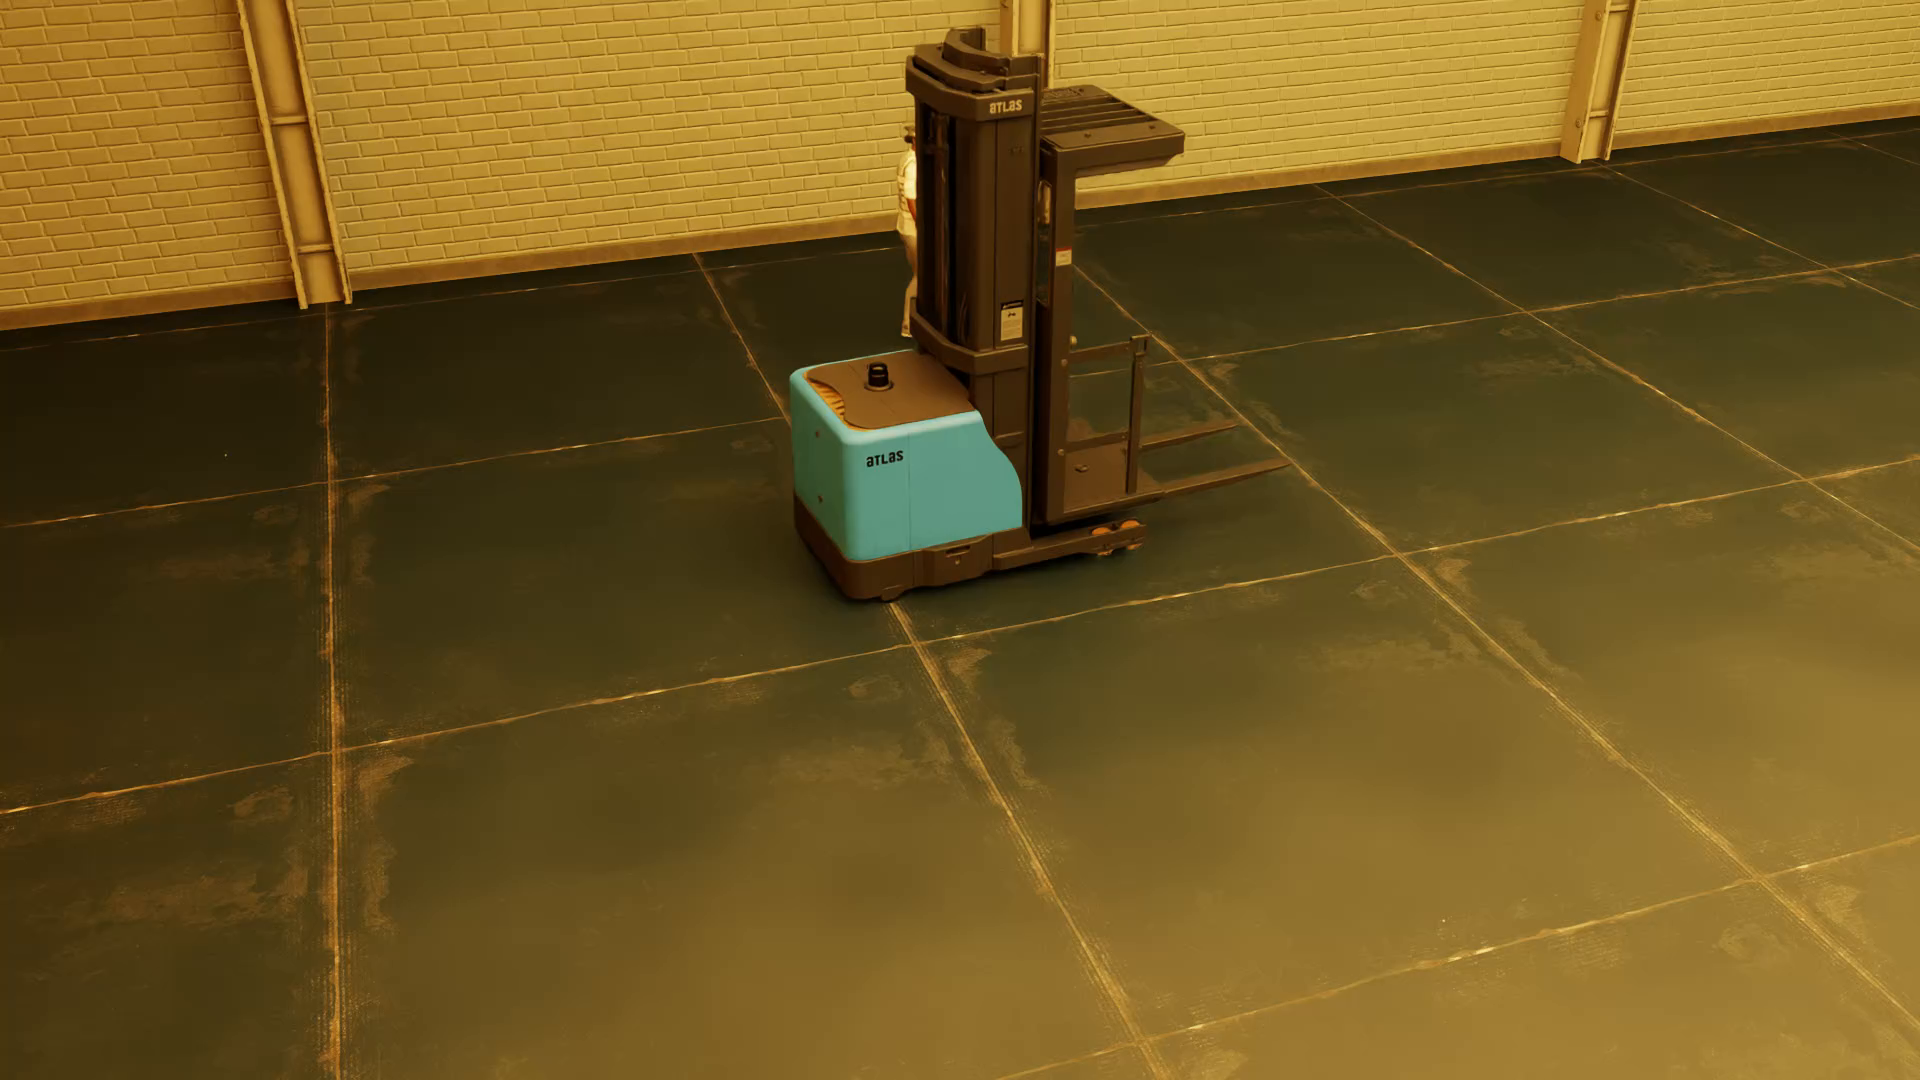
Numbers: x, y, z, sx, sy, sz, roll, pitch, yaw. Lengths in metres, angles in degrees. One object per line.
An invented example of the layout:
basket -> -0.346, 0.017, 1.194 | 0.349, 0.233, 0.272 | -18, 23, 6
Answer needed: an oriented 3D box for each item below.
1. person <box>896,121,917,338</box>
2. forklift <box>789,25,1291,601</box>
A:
person -> -0.222, -2.282, 12.323 | 0.485, 1.669, 0.642 | -7, 31, -13
forklift -> 0.561, -1.405, 9.529 | 3.031, 2.935, 1.130 | -13, 32, -21
